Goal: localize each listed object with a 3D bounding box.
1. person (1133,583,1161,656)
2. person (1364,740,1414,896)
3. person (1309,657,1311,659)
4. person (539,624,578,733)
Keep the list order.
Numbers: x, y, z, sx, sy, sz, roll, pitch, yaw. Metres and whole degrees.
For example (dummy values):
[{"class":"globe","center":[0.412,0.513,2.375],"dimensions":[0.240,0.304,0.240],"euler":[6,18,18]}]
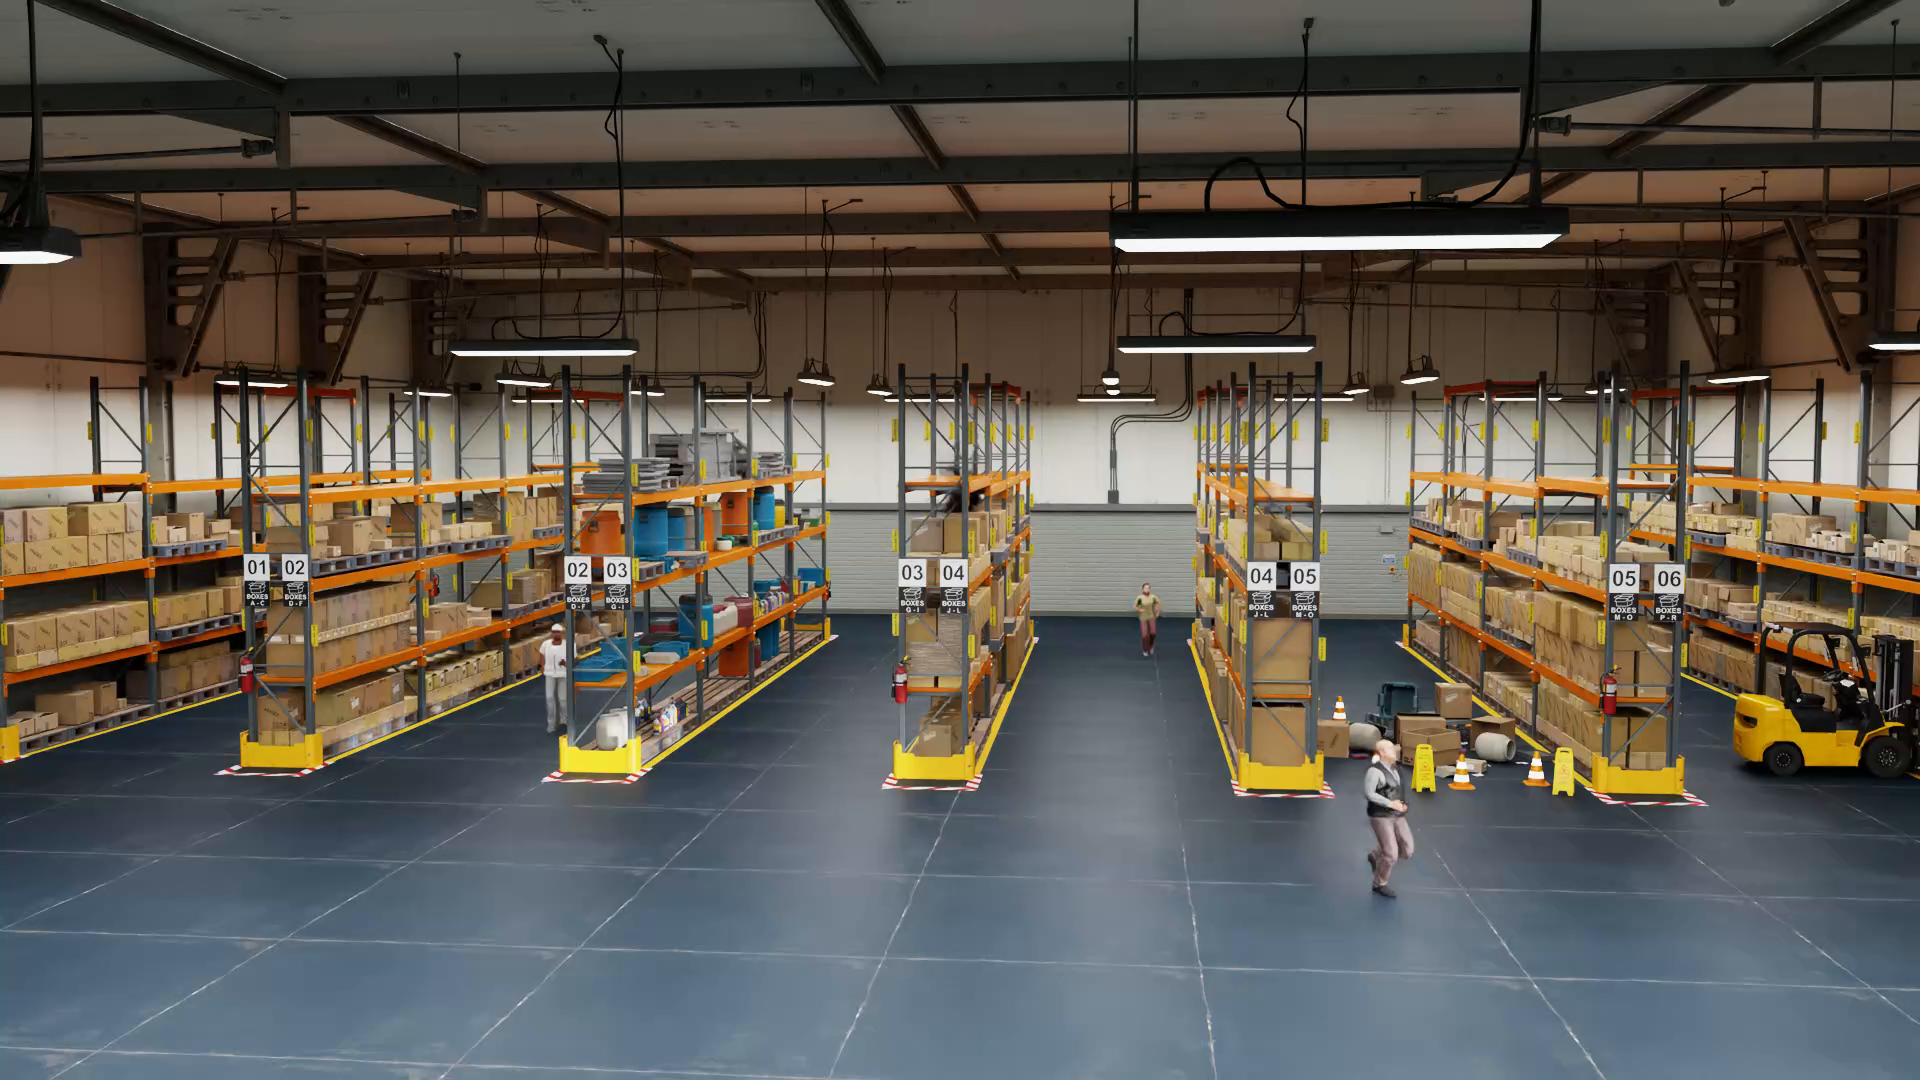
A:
[{"class":"person","center":[4.188,1.785,37.179],"dimensions":[0.630,1.641,0.551],"euler":[0,4,0]},{"class":"person","center":[4.640,3.006,18.033],"dimensions":[0.697,1.688,0.591],"euler":[-4,5,-44]},{"class":"person","center":[7.508,1.864,36.477],"dimensions":[0.551,1.606,0.886],"euler":[0,4,8]},{"class":"person","center":[-6.800,2.325,28.095],"dimensions":[0.682,1.828,0.702],"euler":[0,4,-3]}]
